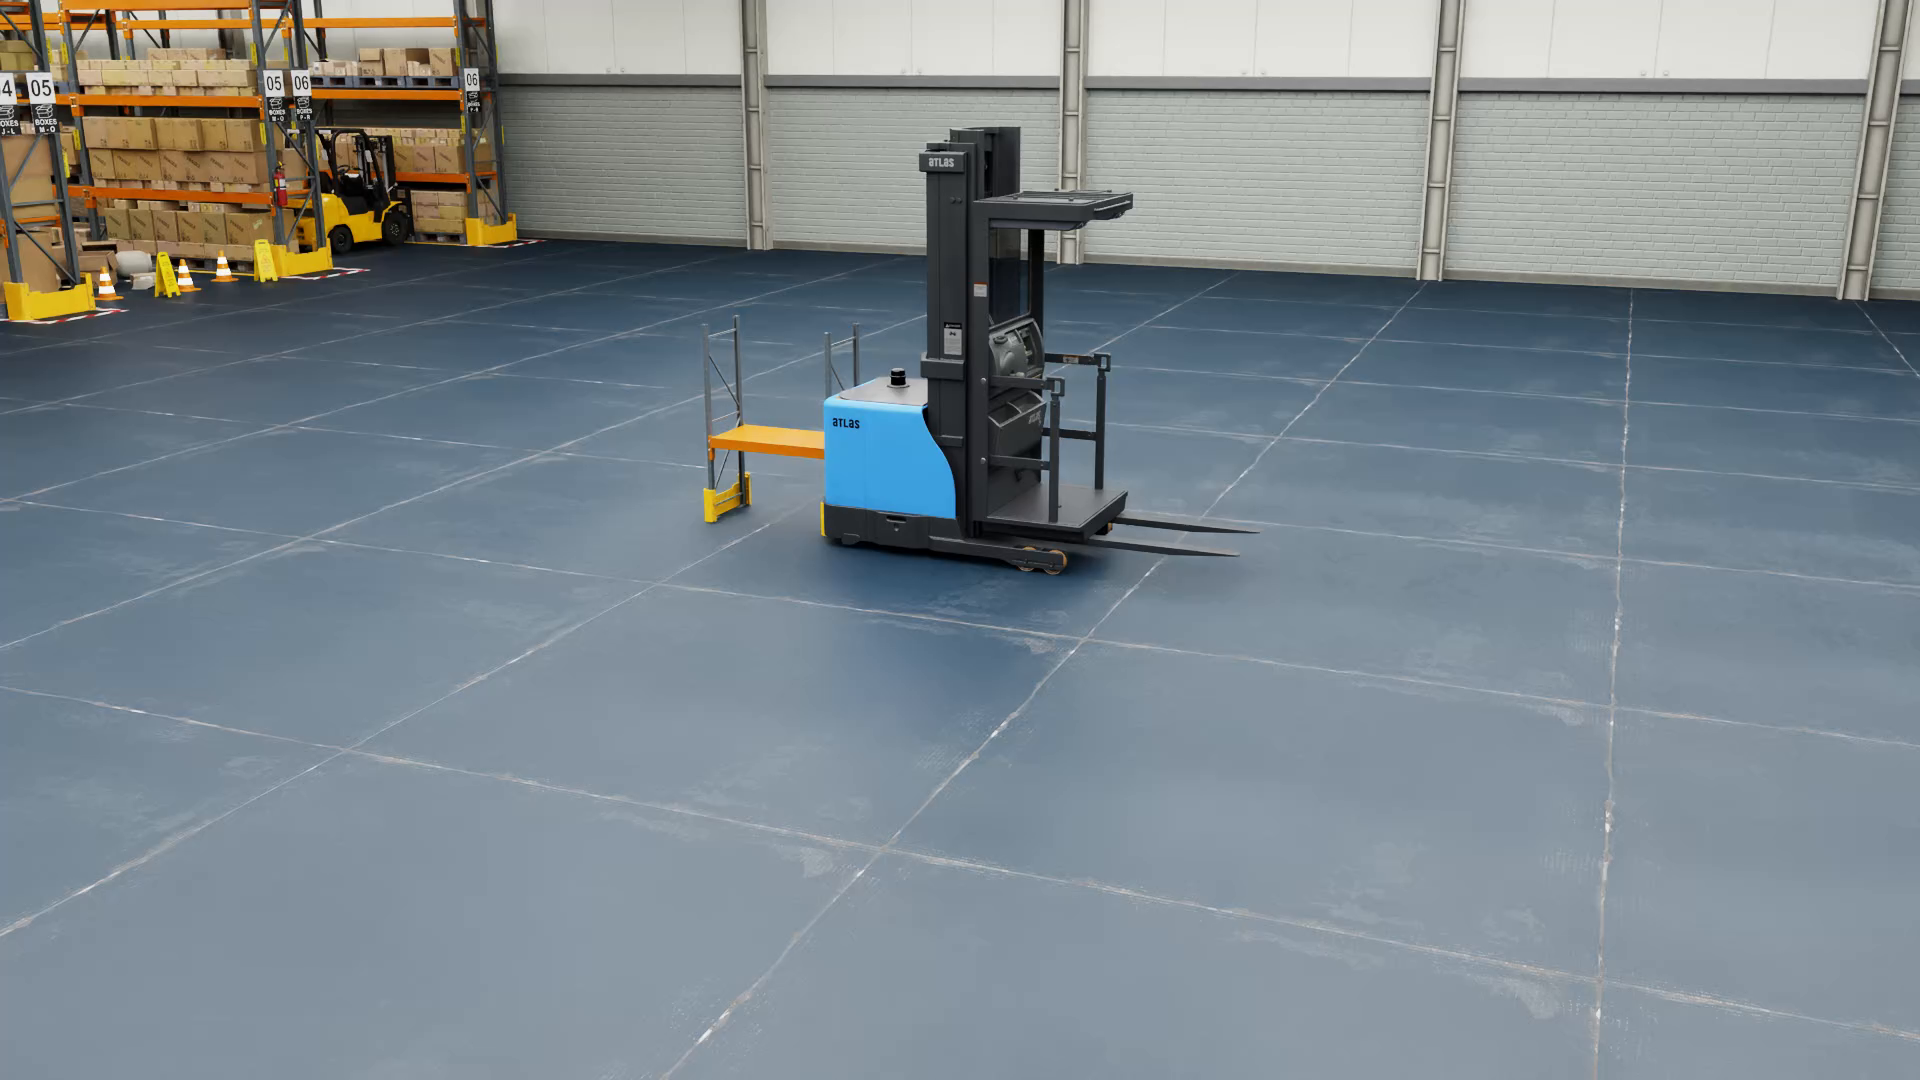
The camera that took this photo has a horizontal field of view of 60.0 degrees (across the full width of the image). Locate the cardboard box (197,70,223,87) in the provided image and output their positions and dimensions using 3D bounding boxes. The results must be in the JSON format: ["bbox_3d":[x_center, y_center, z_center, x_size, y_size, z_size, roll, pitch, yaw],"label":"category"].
[{"bbox_3d":[-11.802,-7.388,26.598,0.500,0.250,0.500,6,17,20],"label":"cardboard box"}]

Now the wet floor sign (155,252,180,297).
[{"bbox_3d":[-11.733,-3.925,24.536,0.232,0.644,0.267,3,17,11],"label":"wet floor sign"}]

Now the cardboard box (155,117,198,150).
[{"bbox_3d":[-12.713,-6.672,27.270,0.500,0.500,0.700,6,17,20],"label":"cardboard box"}]

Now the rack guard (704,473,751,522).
[{"bbox_3d":[-1.796,-0.333,12.872,0.087,0.250,0.587,7,18,22],"label":"rack guard"}]

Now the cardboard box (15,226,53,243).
[{"bbox_3d":[-15.111,-4.947,26.959,0.500,0.500,0.500,6,17,21],"label":"cardboard box"}]

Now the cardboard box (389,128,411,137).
[{"bbox_3d":[-10.581,-7.716,31.495,0.250,0.149,0.380,7,17,22],"label":"cardboard box"}]

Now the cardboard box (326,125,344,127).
[{"bbox_3d":[-12.260,-8.084,32.764,0.250,0.149,0.380,6,17,21],"label":"cardboard box"}]

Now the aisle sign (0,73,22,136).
[{"bbox_3d":[-12.531,-5.708,21.794,0.004,0.787,0.394,6,17,21],"label":"aisle sign"}]

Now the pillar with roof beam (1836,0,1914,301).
[{"bbox_3d":[11.483,-6.741,19.254,0.400,9.000,9.100,6,17,21],"label":"pillar with roof beam"}]

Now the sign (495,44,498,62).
[{"bbox_3d":[-8.737,-9.169,31.286,0.005,0.325,0.100,6,17,21],"label":"sign"}]

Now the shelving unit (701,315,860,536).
[{"bbox_3d":[-1.338,-0.879,12.511,1.083,1.500,0.587,7,18,22],"label":"shelving unit"}]

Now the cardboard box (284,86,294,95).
[{"bbox_3d":[-10.954,-7.277,26.931,0.250,0.149,0.380,6,17,21],"label":"cardboard box"}]

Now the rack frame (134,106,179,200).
[{"bbox_3d":[-16.389,-7.945,34.162,0.127,3.000,1.000,6,17,21],"label":"rack frame"}]

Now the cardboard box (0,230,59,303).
[{"bbox_3d":[-13.142,-3.779,22.867,0.875,0.875,0.875,6,17,21],"label":"cardboard box"}]

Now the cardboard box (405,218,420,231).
[{"bbox_3d":[-10.421,-6.081,31.919,0.500,0.250,0.500,6,17,21],"label":"cardboard box"}]

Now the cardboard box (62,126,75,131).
[{"bbox_3d":[-18.530,-8.363,34.670,0.500,0.500,0.700,6,17,20],"label":"cardboard box"}]

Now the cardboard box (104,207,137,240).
[{"bbox_3d":[-14.036,-5.359,28.088,0.500,0.500,0.500,7,18,23],"label":"cardboard box"}]

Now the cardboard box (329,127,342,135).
[{"bbox_3d":[-11.963,-7.902,32.136,0.250,0.149,0.380,6,17,20],"label":"cardboard box"}]

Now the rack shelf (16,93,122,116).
[{"bbox_3d":[-16.346,-7.548,28.704,4.000,0.370,1.077,6,17,21],"label":"rack shelf"}]

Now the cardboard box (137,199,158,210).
[{"bbox_3d":[-13.463,-5.590,27.720,0.250,0.149,0.380,7,18,23],"label":"cardboard box"}]

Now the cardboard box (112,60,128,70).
[{"bbox_3d":[-13.583,-7.752,27.137,0.250,0.149,0.380,6,17,20],"label":"cardboard box"}]

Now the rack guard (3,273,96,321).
[{"bbox_3d":[-12.464,-3.342,22.790,0.348,0.500,1.175,6,17,21],"label":"rack guard"}]

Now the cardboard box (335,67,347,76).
[{"bbox_3d":[-11.647,-8.902,31.597,0.250,0.149,0.380,7,18,22],"label":"cardboard box"}]

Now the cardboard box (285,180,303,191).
[{"bbox_3d":[-11.004,-5.807,27.247,0.250,0.149,0.380,6,17,21],"label":"cardboard box"}]

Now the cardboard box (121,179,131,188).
[{"bbox_3d":[-13.798,-5.981,27.845,0.250,0.149,0.380,6,17,20],"label":"cardboard box"}]

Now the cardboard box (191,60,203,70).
[{"bbox_3d":[-12.099,-7.624,26.695,0.250,0.149,0.380,6,17,21],"label":"cardboard box"}]

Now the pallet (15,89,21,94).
[{"bbox_3d":[-15.986,-7.795,28.600,1.003,0.211,1.213,6,17,21],"label":"pallet"}]

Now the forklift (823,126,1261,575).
[{"bbox_3d":[0.581,-1.339,11.530,3.031,2.935,1.130,7,17,22],"label":"forklift"}]

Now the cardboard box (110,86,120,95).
[{"bbox_3d":[-13.791,-7.435,27.474,0.250,0.149,0.380,6,17,21],"label":"cardboard box"}]

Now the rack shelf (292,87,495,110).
[{"bbox_3d":[-10.807,-8.427,31.730,4.000,0.370,1.077,6,17,21],"label":"rack shelf"}]

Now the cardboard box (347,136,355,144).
[{"bbox_3d":[-11.528,-7.678,31.897,0.250,0.149,0.380,6,17,20],"label":"cardboard box"}]

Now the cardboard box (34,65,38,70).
[{"bbox_3d":[-15.551,-7.894,28.120,0.500,0.250,0.500,7,17,21],"label":"cardboard box"}]

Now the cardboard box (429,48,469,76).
[{"bbox_3d":[-9.448,-8.847,30.777,0.500,0.500,0.500,7,18,22],"label":"cardboard box"}]

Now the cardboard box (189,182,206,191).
[{"bbox_3d":[-12.406,-5.814,27.271,0.250,0.149,0.380,6,17,20],"label":"cardboard box"}]

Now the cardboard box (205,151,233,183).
[{"bbox_3d":[-11.834,-6.067,26.978,0.500,0.500,0.500,6,17,21],"label":"cardboard box"}]

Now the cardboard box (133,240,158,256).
[{"bbox_3d":[-13.535,-4.948,28.014,0.500,0.250,0.500,7,18,24],"label":"cardboard box"}]

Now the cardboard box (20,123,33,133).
[{"bbox_3d":[-15.907,-7.030,28.380,0.250,0.149,0.380,6,17,18],"label":"cardboard box"}]

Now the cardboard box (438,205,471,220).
[{"bbox_3d":[-9.514,-6.217,31.490,0.500,0.250,0.500,6,17,20],"label":"cardboard box"}]

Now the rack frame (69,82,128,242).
[{"bbox_3d":[-14.485,-6.248,28.317,0.127,3.000,1.000,6,17,21],"label":"rack frame"}]

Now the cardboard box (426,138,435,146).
[{"bbox_3d":[-9.839,-7.510,31.320,0.250,0.149,0.380,7,17,22],"label":"cardboard box"}]

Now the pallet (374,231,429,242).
[{"bbox_3d":[-10.804,-5.980,32.395,1.213,0.211,1.003,6,17,21],"label":"pallet"}]

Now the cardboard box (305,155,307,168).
[{"bbox_3d":[-13.232,-7.448,32.717,0.500,0.250,0.500,7,17,22],"label":"cardboard box"}]

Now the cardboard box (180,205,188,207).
[{"bbox_3d":[-13.363,-5.447,28.391,0.500,0.500,0.500,7,17,22],"label":"cardboard box"}]

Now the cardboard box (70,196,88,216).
[{"bbox_3d":[-18.300,-7.089,34.943,0.500,0.500,0.500,6,17,19],"label":"cardboard box"}]

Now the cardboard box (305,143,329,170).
[{"bbox_3d":[-12.351,-7.471,32.349,0.500,0.500,0.500,6,17,19],"label":"cardboard box"}]

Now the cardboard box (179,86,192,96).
[{"bbox_3d":[-12.380,-7.261,26.876,0.250,0.149,0.380,6,17,19],"label":"cardboard box"}]

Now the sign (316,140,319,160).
[{"bbox_3d":[-10.565,-6.396,27.271,0.005,0.325,0.100,6,17,21],"label":"sign"}]

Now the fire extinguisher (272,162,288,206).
[{"bbox_3d":[-10.827,-5.671,26.466,0.183,0.674,0.296,6,17,21],"label":"fire extinguisher"}]

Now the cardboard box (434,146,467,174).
[{"bbox_3d":[-9.501,-7.157,31.268,0.500,0.500,0.500,6,17,19],"label":"cardboard box"}]

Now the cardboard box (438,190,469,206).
[{"bbox_3d":[-9.489,-6.455,31.412,0.500,0.250,0.500,7,18,22],"label":"cardboard box"}]

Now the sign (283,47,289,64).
[{"bbox_3d":[-12.858,-9.234,31.730,0.005,0.325,0.100,6,17,21],"label":"sign"}]
